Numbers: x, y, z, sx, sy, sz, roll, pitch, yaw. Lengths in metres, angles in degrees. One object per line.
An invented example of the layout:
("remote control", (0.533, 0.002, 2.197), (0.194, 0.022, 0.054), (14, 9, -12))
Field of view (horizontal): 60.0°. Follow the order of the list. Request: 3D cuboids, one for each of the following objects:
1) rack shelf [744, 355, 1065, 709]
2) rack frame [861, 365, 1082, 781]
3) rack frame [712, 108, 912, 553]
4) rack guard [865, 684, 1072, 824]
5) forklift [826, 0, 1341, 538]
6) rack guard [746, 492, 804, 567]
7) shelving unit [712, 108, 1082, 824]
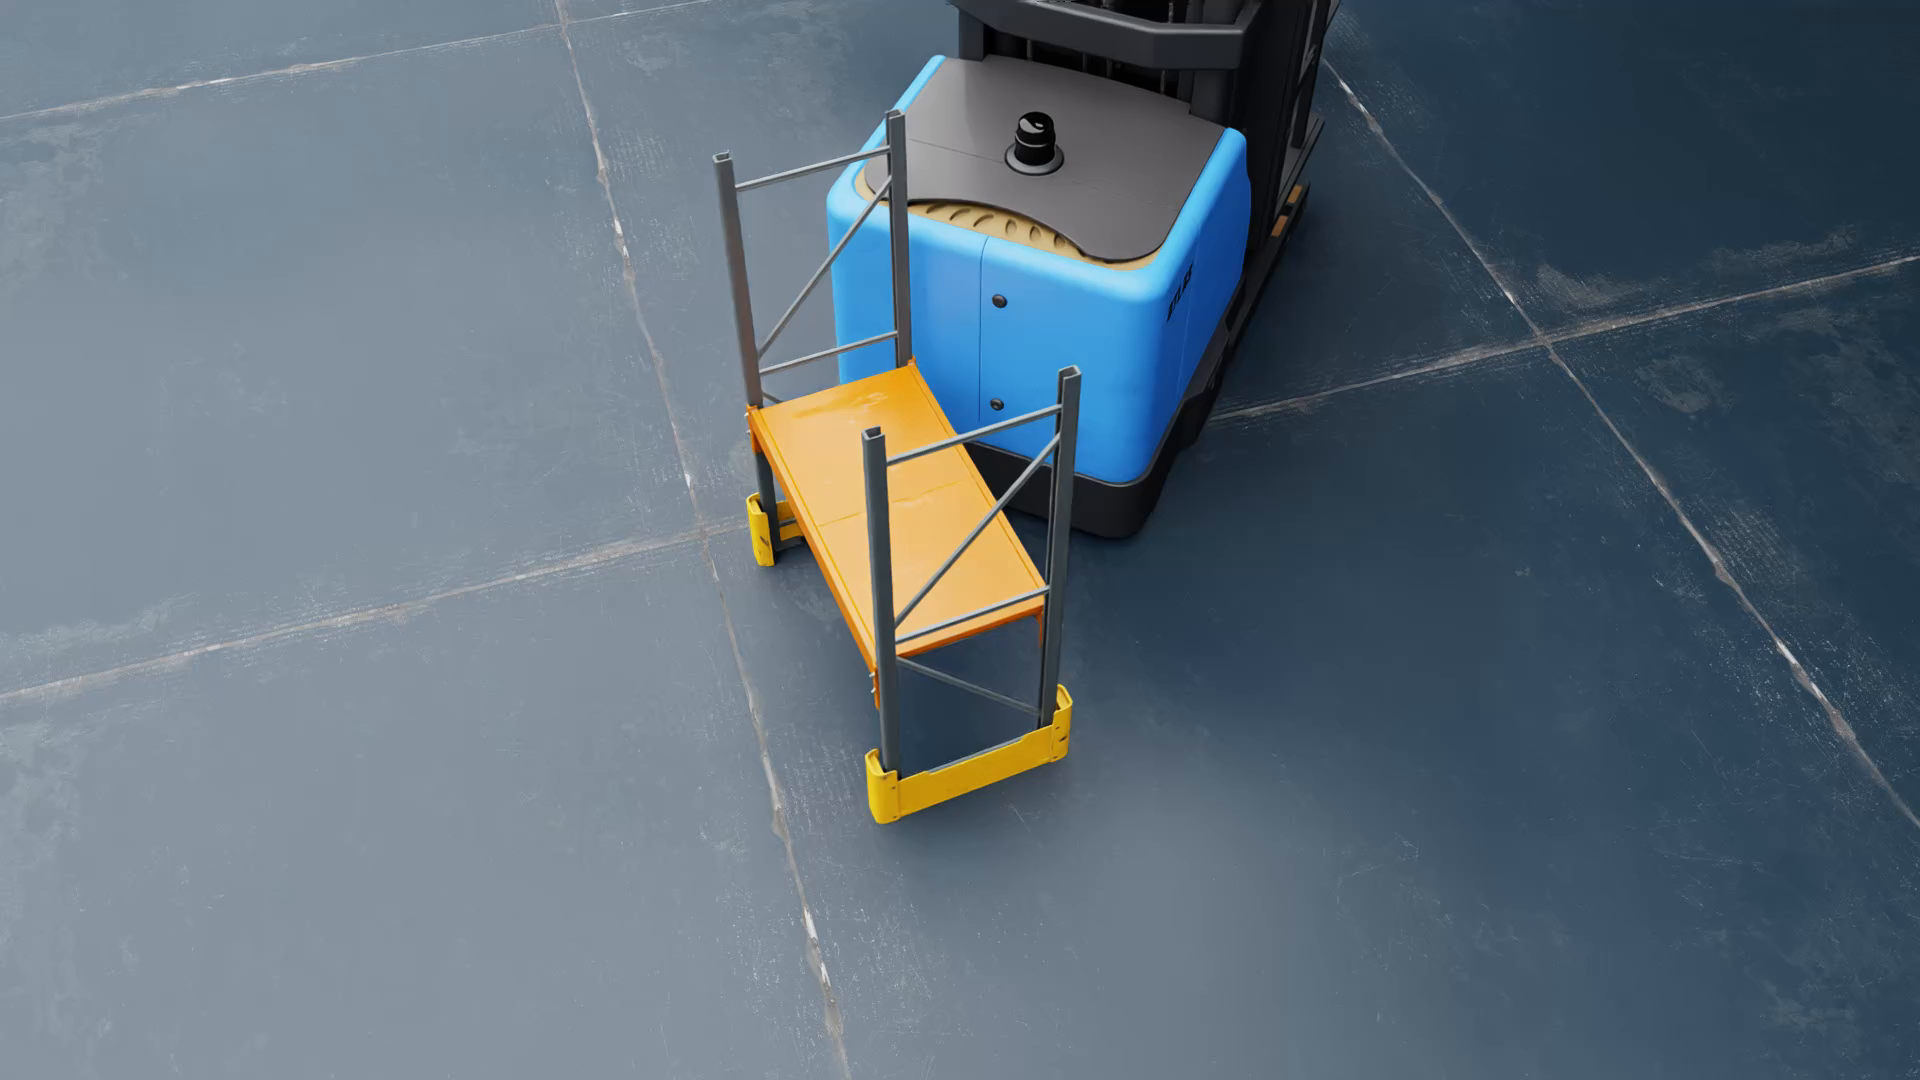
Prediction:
("rack shelf", (-0.173, -0.052, 4.548), (0.538, 0.185, 1.000), (-18, 52, -15))
("rack frame", (0.028, 0.189, 4.110), (0.500, 1.500, 0.032), (-18, 52, -15))
("rack frame", (-0.374, -0.525, 4.711), (0.500, 1.500, 0.032), (-18, 52, -15))
("rack guard", (0.028, 0.591, 4.588), (0.587, 0.250, 0.087), (-18, 52, -15))
("forklift", (0.655, -2.100, 5.103), (1.130, 2.935, 3.031), (18, 52, 15))
("rack guard", (-0.367, -0.108, 5.178), (0.587, 0.250, 0.087), (-18, 52, -15))
("shelving unit", (-0.169, -0.161, 4.405), (0.587, 1.500, 1.083), (-18, 52, -15))
